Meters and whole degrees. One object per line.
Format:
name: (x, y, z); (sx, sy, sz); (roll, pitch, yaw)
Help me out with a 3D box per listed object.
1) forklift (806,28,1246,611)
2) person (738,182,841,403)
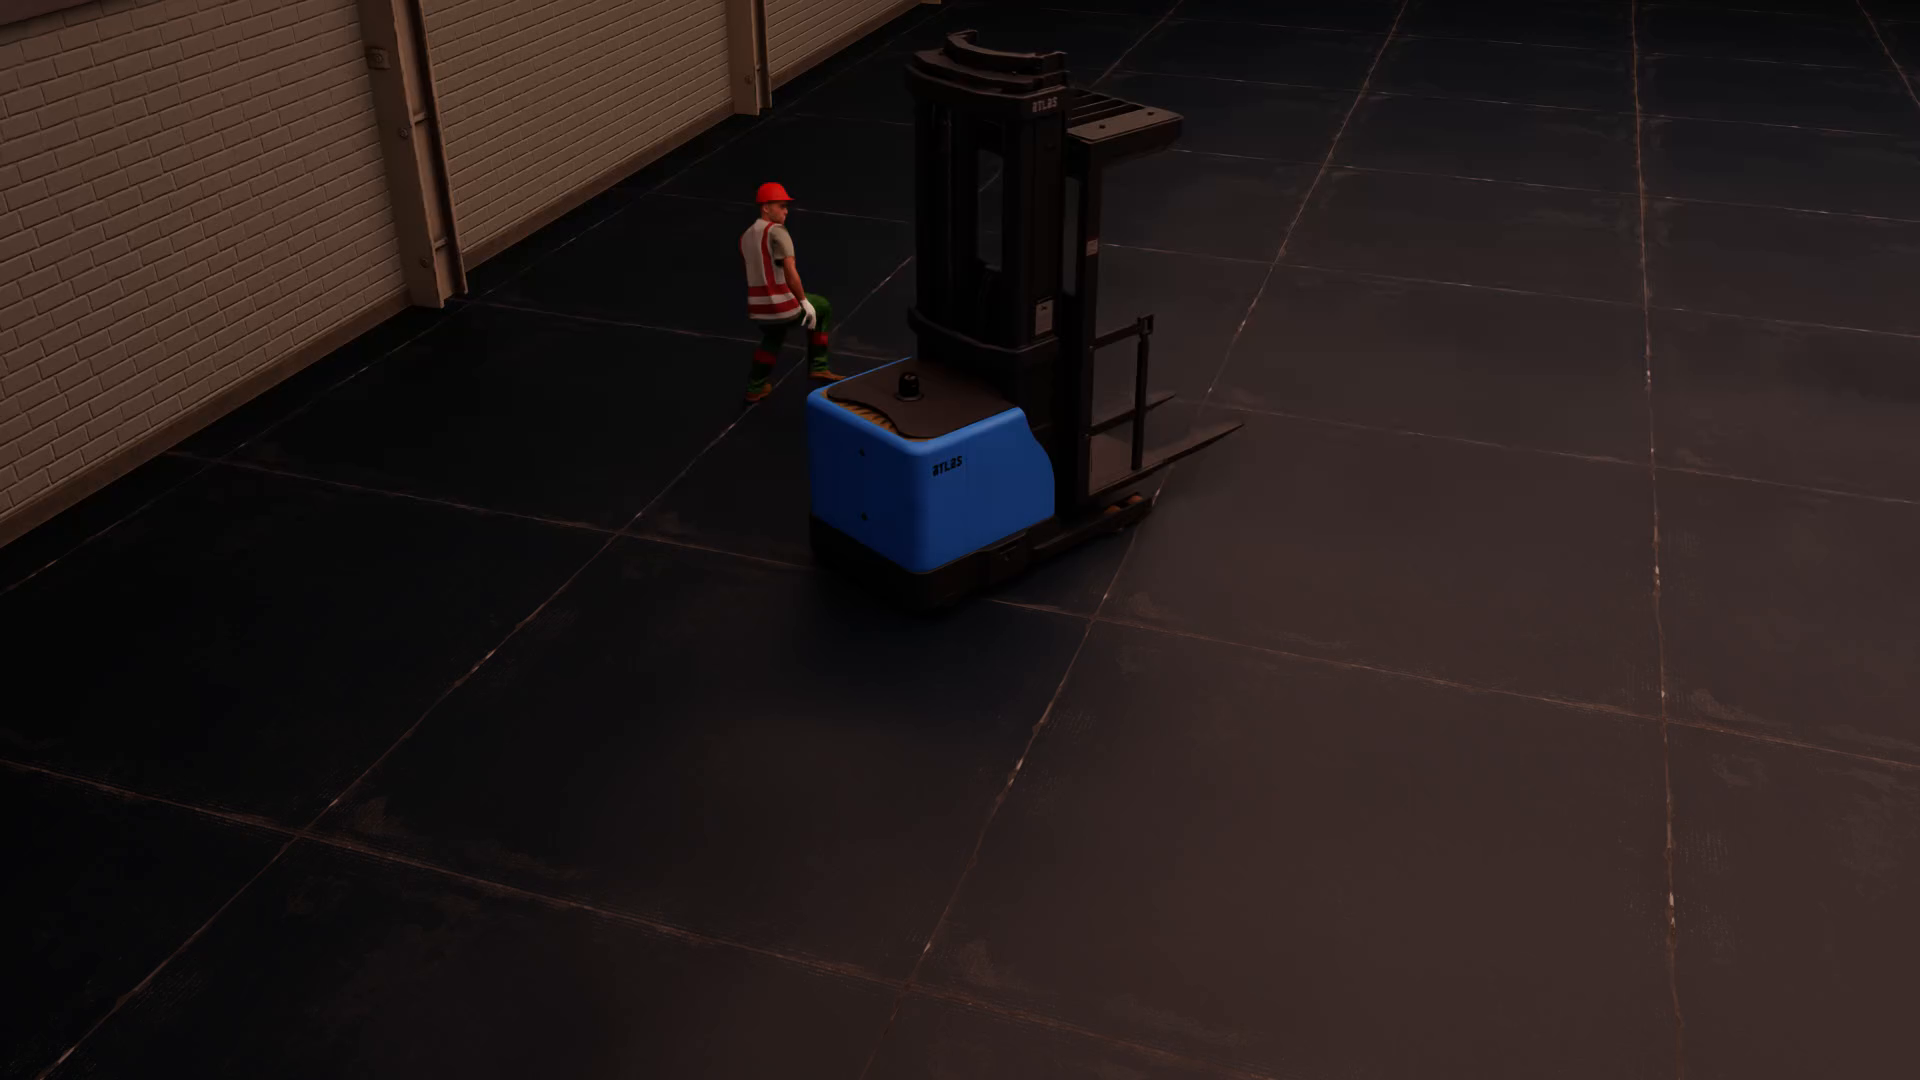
forklift: (0.548, -1.488, 9.747); (3.031, 2.935, 1.130); (-24, 37, -35)
person: (-1.176, -1.688, 11.521); (0.789, 1.554, 0.740); (15, 33, 25)
